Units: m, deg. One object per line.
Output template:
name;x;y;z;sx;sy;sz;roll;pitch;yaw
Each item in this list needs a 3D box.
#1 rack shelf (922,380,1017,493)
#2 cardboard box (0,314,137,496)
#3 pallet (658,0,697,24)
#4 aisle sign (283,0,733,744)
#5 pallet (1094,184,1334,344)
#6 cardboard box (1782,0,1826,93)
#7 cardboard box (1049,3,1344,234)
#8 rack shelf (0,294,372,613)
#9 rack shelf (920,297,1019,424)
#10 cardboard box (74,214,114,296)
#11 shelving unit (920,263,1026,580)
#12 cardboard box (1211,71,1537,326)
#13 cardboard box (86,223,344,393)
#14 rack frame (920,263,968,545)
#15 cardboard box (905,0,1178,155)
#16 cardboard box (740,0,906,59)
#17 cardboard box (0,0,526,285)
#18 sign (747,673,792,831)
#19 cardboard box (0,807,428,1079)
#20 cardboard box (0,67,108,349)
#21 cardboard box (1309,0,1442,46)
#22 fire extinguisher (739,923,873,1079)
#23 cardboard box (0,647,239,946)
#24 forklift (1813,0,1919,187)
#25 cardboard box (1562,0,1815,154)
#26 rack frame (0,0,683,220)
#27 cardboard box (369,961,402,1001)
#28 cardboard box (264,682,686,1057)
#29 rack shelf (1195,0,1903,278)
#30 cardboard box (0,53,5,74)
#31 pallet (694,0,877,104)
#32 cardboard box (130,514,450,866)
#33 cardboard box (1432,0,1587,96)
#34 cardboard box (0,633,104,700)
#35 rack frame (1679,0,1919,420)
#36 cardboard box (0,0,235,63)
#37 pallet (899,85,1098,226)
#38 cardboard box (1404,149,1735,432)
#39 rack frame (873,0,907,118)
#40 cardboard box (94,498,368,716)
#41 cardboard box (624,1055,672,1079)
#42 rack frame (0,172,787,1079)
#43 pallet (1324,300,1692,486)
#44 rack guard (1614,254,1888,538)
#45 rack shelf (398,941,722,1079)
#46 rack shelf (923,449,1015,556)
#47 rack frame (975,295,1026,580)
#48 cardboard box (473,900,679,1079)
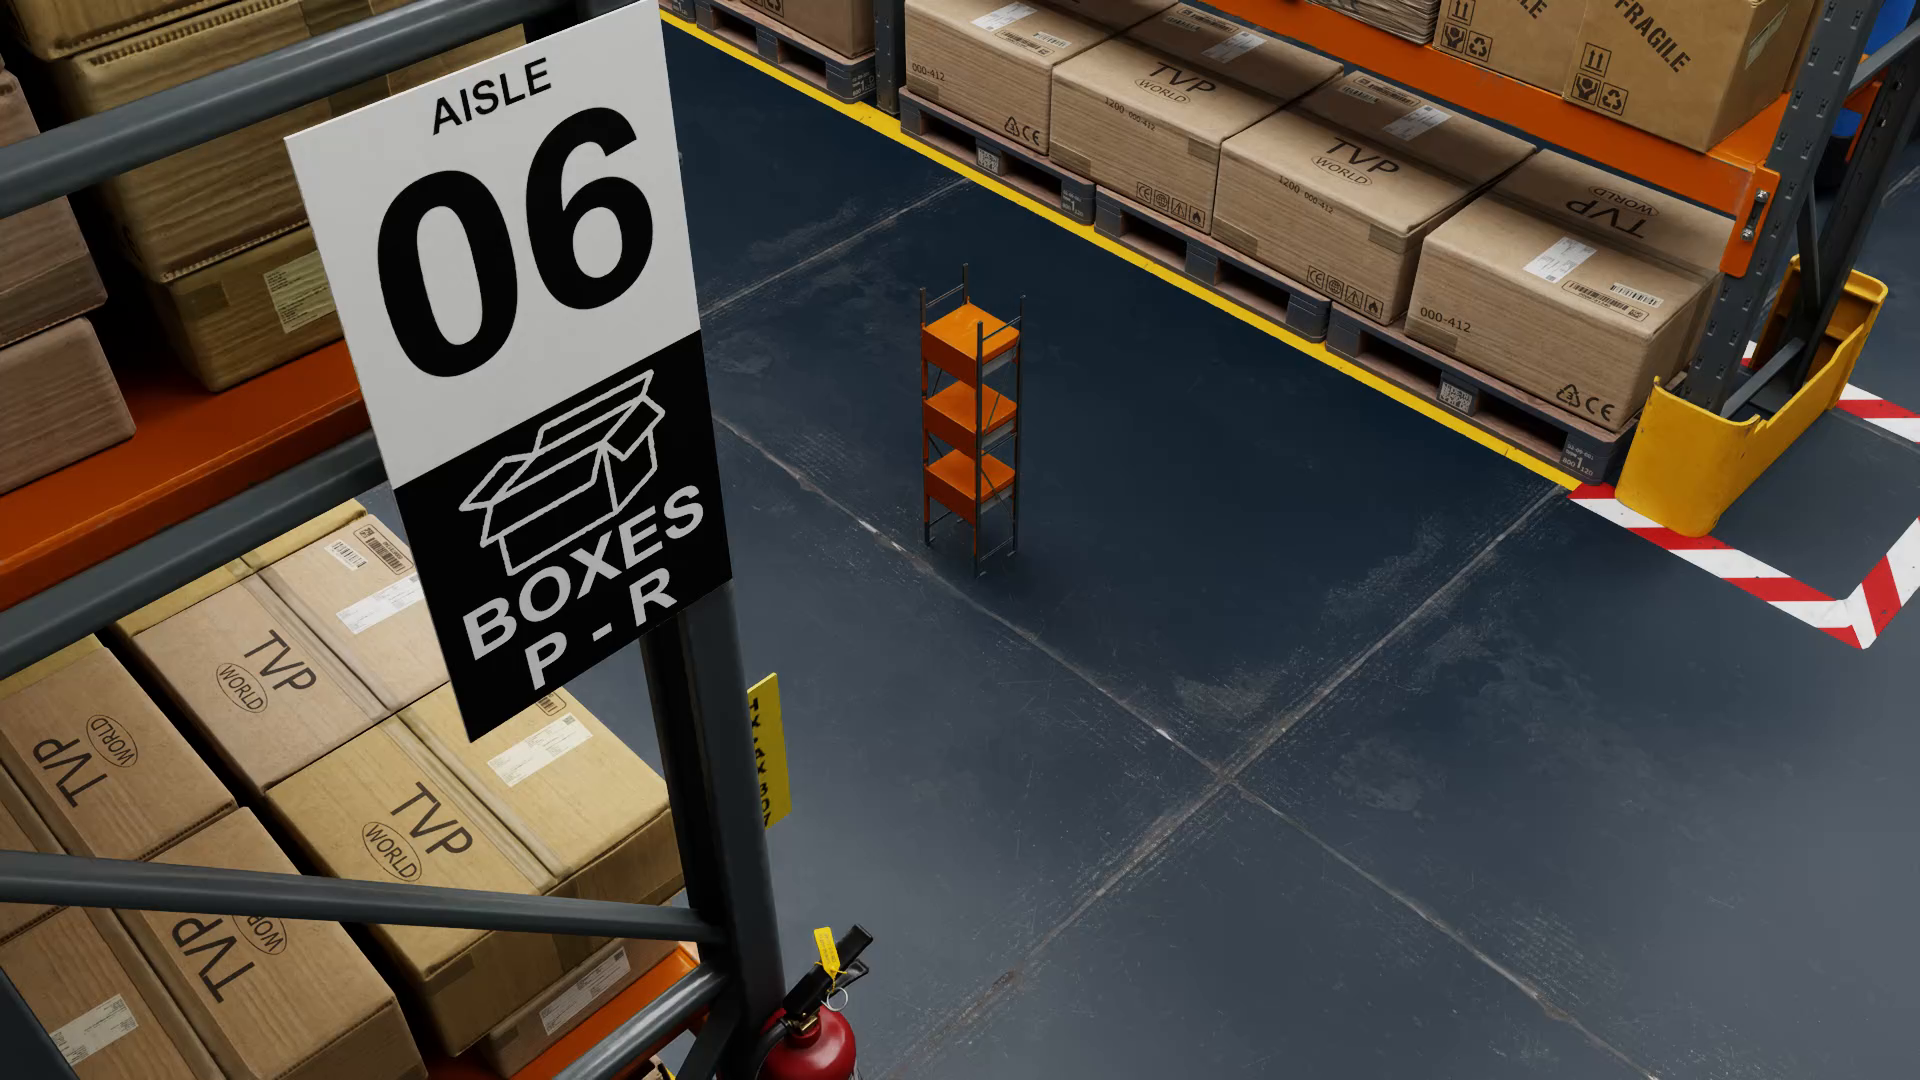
rack shelf;0.038;-0.352;5.373;0.215;0.259;0.240;-34;53;-31
cardboard box;-1.081;-0.136;1.661;0.380;0.149;0.250;-33;52;-30
pallet;-1.468;-3.283;9.147;1.003;0.211;1.213;-34;53;-31
aisle sign;-0.435;-0.146;1.782;0.394;0.787;0.004;-34;53;-31
pallet;1.343;-1.373;7.080;1.003;0.211;1.213;-34;53;-31
cardboard box;2.685;-1.869;5.489;0.500;0.500;0.500;34;52;31
cardboard box;0.996;-1.816;7.084;0.875;0.438;0.875;33;52;30
rack shelf;-2.103;-0.882;2.814;1.077;0.370;4.000;-34;53;-31
rack shelf;0.038;-0.561;5.180;0.215;0.259;0.240;-34;53;-31
cardboard box;-0.955;-0.471;2.024;0.380;0.149;0.250;-33;52;-31
shelving unit;0.038;-0.360;5.366;0.215;1.050;0.252;-34;53;-31
cardboard box;1.632;-1.382;6.614;0.875;0.438;0.875;-33;52;-30
cardboard box;-0.751;-0.357;1.901;0.380;0.149;0.250;-33;52;-30
rack frame;-0.048;-0.419;5.429;0.200;1.050;0.008;-34;53;-31
cardboard box;0.363;-2.246;7.549;0.875;0.438;0.875;33;52;31
cardboard box;-0.498;-3.019;8.064;0.875;0.875;0.875;-32;52;-30
cardboard box;-0.811;-0.583;1.852;0.500;0.250;0.500;34;52;31
sign;-0.307;0.339;2.535;0.100;0.325;0.005;-34;53;-31
cardboard box;-1.204;0.769;2.599;0.500;0.250;0.500;-33;52;-30
cardboard box;-1.198;-0.322;1.570;0.500;0.250;0.500;33;52;31
cardboard box;1.579;-2.096;5.735;0.500;0.500;0.500;-33;52;-30
fire extinguisher;-0.260;0.931;2.864;0.296;0.674;0.183;-34;53;-31
cardboard box;-1.567;0.520;2.868;0.500;0.250;0.500;-34;52;-31
forklift;3.251;-3.568;7.451;1.130;2.935;3.031;-29;50;-28
cardboard box;2.293;-1.606;5.204;0.500;0.500;0.500;-34;52;-31
rack frame;-0.691;-1.287;0.512;1.000;3.000;0.127;-34;53;-31
cardboard box;-0.941;0.620;3.054;0.380;0.149;0.250;-33;52;-30
cardboard box;-0.821;0.515;2.873;0.500;0.250;0.500;-34;52;-31
rack shelf;1.408;-2.161;6.408;1.077;0.370;4.000;-34;53;-31
cardboard box;-1.202;-0.502;1.396;0.500;0.250;0.500;33;52;30
pallet;-0.602;-2.696;8.513;1.003;0.211;1.213;-34;53;-31
cardboard box;-1.177;0.273;3.135;0.500;0.250;0.500;-34;52;-31
cardboard box;1.949;-1.854;5.472;0.500;0.500;0.500;33;52;31
cardboard box;-1.913;0.280;3.128;0.500;0.250;0.500;-32;52;-30
rack frame;2.821;-1.464;5.124;1.000;3.000;0.127;-34;53;-31
cardboard box;-0.826;-0.756;1.671;0.500;0.250;0.500;34;52;31
pallet;0.478;-1.959;7.714;1.003;0.211;1.213;-34;53;-31
cardboard box;2.284;-0.946;6.142;0.875;0.438;0.875;32;52;30
rack frame;-0.004;-3.386;7.204;1.000;3.000;0.127;-34;53;-31
cardboard box;-1.537;0.031;3.397;0.500;0.250;0.500;33;52;31
cardboard box;-1.056;1.340;3.620;0.637;0.503;0.797;32;52;30
rack frame;-0.691;0.917;2.548;1.000;3.000;0.127;-34;53;-31
pallet;2.201;-0.786;6.446;1.003;0.211;1.213;-34;53;-31
rack guard;2.838;-0.534;5.960;1.175;0.500;0.348;-34;53;-31
rack shelf;-2.103;0.220;3.832;1.077;0.370;4.000;-34;53;-31
rack shelf;0.038;-0.148;5.562;0.215;0.259;0.240;-34;53;-31
rack frame;0.124;-0.301;5.302;0.200;1.050;0.008;-34;53;-31
cardboard box;-0.729;0.720;2.946;0.250;0.149;0.380;34;52;31
